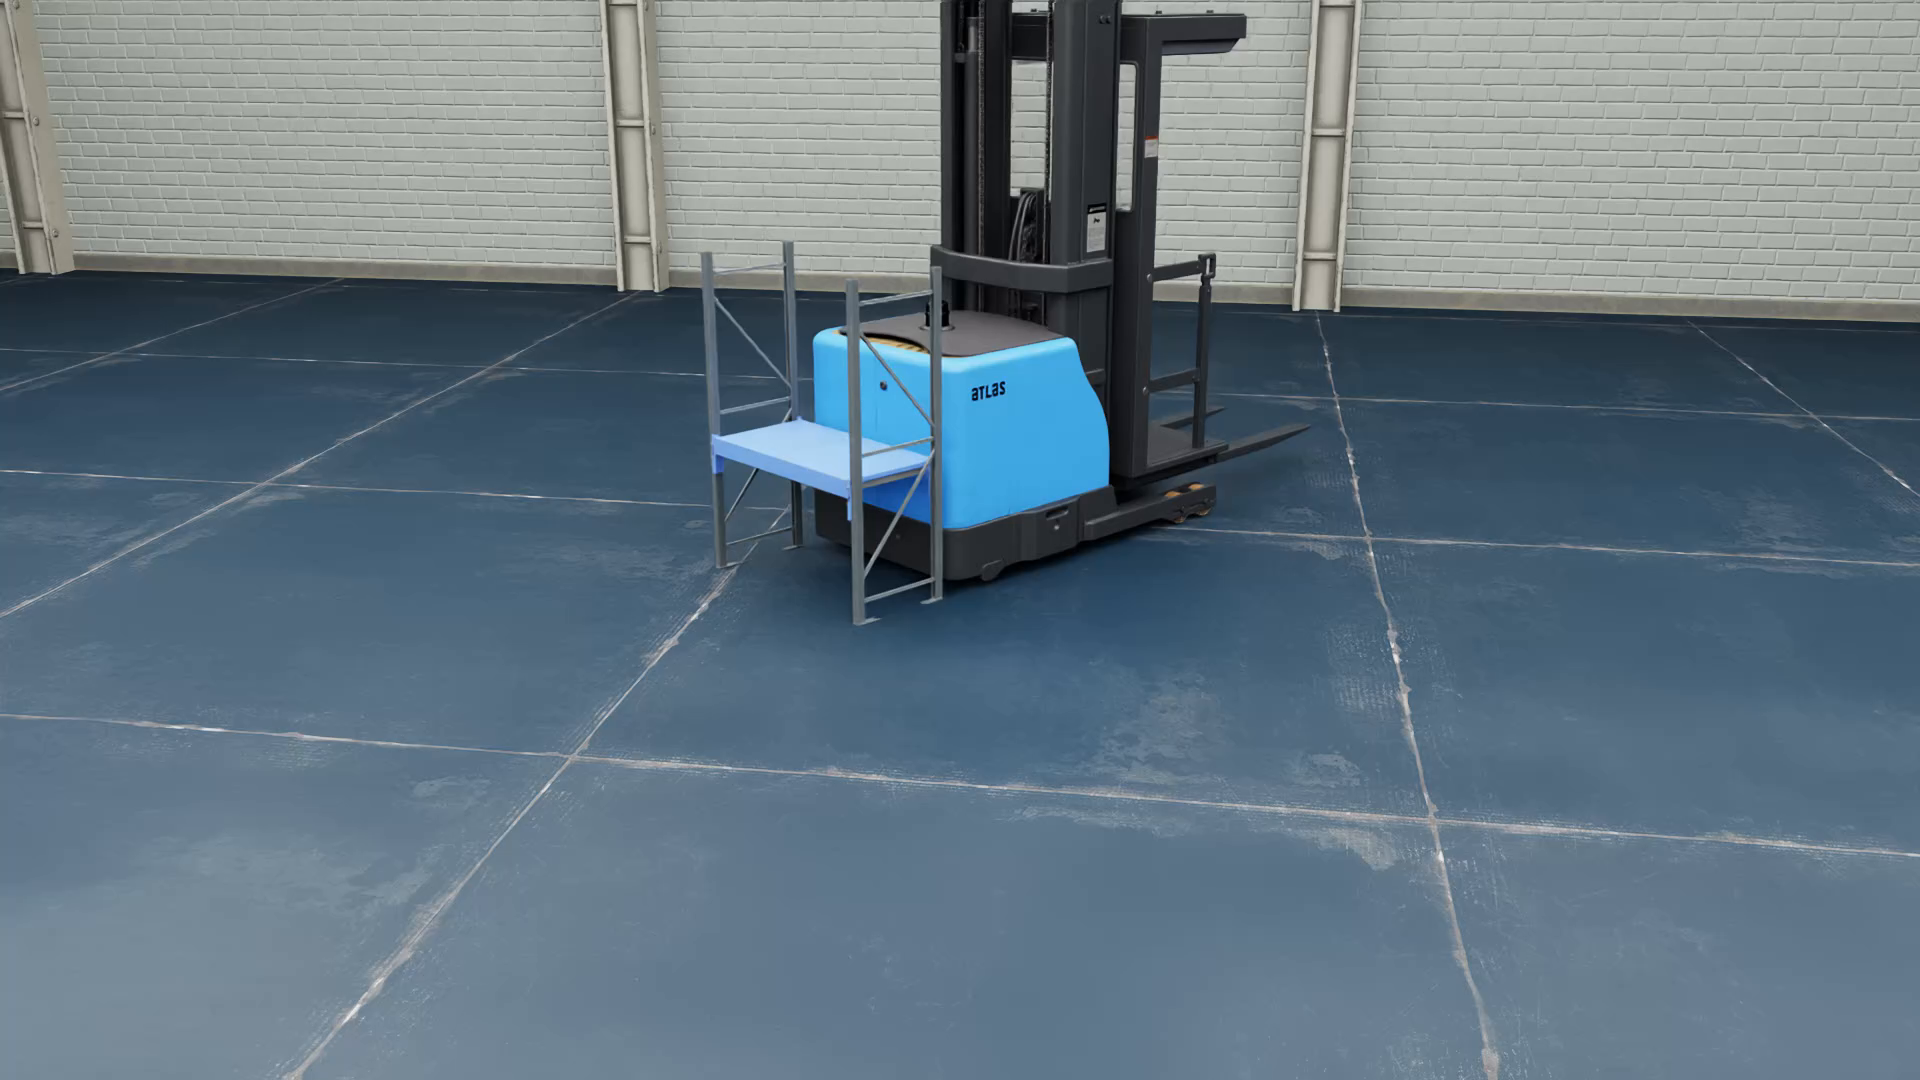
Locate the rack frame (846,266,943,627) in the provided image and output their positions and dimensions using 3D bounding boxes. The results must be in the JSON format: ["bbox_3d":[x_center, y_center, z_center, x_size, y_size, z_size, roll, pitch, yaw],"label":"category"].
[{"bbox_3d":[-0.270,-0.392,7.111,0.500,1.500,0.032,-17,25,-40],"label":"rack frame"}]

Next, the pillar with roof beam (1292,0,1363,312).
[{"bbox_3d":[2.364,-4.908,8.789,0.400,9.000,9.100,3,19,9],"label":"pillar with roof beam"}]

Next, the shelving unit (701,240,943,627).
[{"bbox_3d":[-0.618,-0.510,7.463,0.538,1.500,1.048,-17,25,-40],"label":"shelving unit"}]

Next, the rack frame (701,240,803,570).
[{"bbox_3d":[-0.966,-0.627,7.814,0.500,1.500,0.032,-17,25,-40],"label":"rack frame"}]

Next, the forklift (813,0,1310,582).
[{"bbox_3d":[0.696,-1.578,8.401,3.031,2.935,1.130,-17,25,-41],"label":"forklift"}]

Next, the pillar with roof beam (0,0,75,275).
[{"bbox_3d":[-9.484,-5.512,10.594,0.400,9.000,9.100,3,19,9],"label":"pillar with roof beam"}]

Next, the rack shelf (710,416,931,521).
[{"bbox_3d":[-0.618,-0.339,7.520,0.538,0.185,1.000,-17,25,-40],"label":"rack shelf"}]

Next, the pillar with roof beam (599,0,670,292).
[{"bbox_3d":[-3.560,-5.210,9.692,0.400,9.000,9.100,3,19,9],"label":"pillar with roof beam"}]
